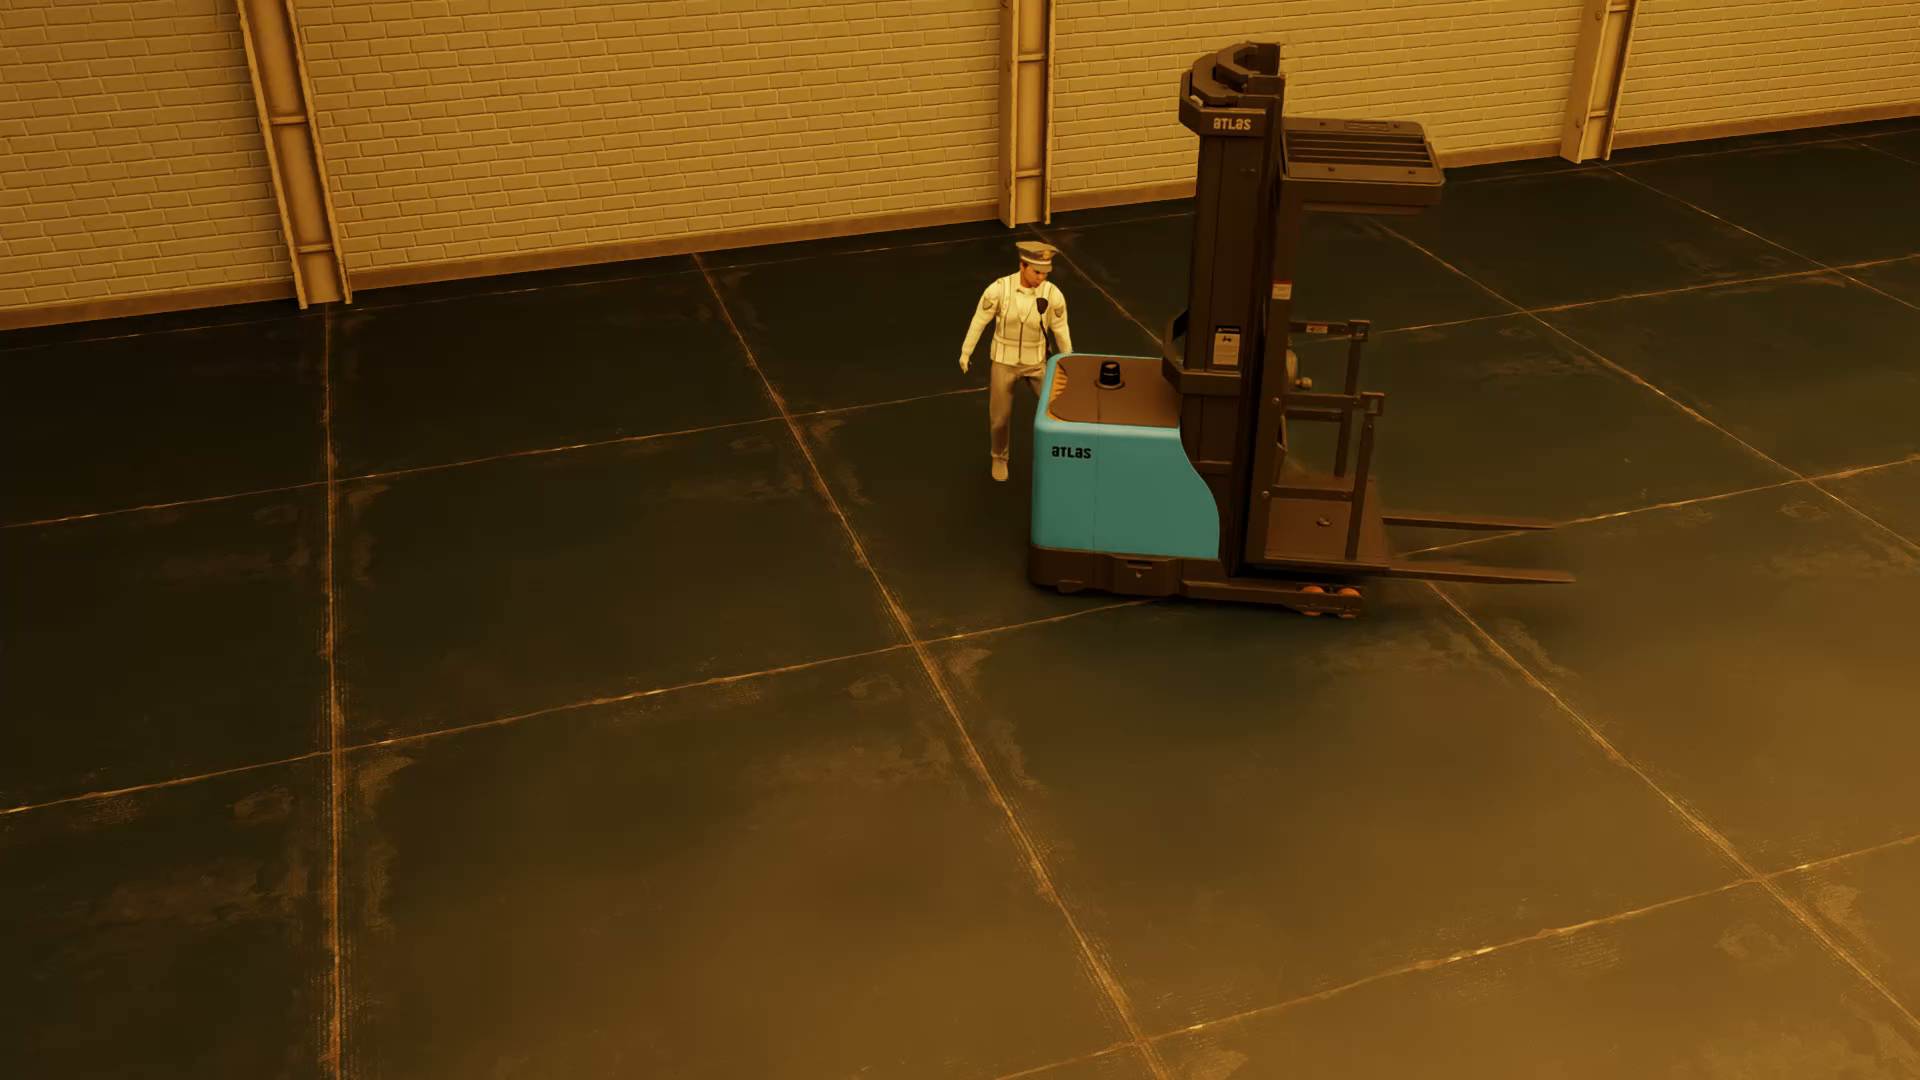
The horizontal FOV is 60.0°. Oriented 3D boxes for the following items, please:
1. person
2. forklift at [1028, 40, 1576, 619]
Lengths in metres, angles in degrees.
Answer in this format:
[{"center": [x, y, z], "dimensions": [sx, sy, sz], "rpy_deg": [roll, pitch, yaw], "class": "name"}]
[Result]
[{"center": [0.396, -1.093, 10.336], "dimensions": [0.808, 1.639, 0.417], "rpy_deg": [1, 30, 3], "class": "person"}, {"center": [1.946, -1.116, 9.027], "dimensions": [3.031, 2.935, 1.130], "rpy_deg": [4, 30, 7], "class": "forklift"}]
